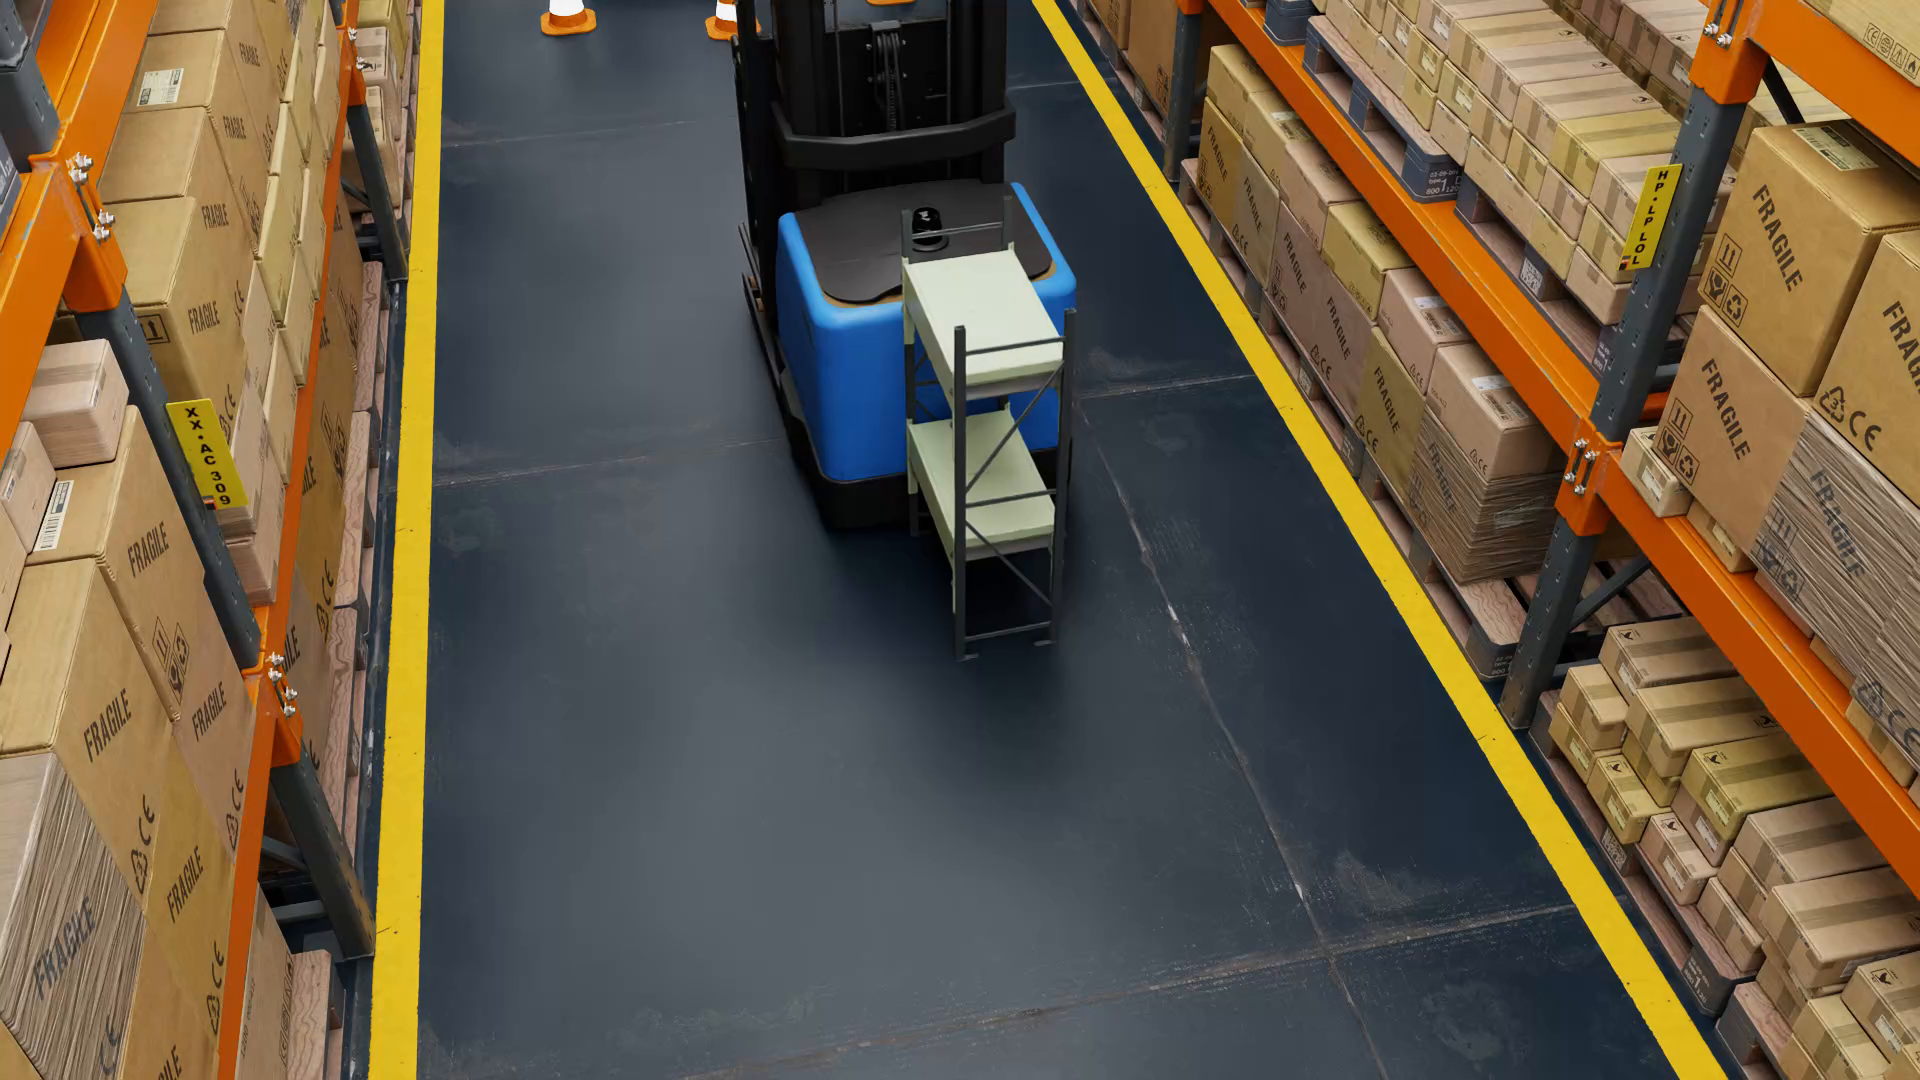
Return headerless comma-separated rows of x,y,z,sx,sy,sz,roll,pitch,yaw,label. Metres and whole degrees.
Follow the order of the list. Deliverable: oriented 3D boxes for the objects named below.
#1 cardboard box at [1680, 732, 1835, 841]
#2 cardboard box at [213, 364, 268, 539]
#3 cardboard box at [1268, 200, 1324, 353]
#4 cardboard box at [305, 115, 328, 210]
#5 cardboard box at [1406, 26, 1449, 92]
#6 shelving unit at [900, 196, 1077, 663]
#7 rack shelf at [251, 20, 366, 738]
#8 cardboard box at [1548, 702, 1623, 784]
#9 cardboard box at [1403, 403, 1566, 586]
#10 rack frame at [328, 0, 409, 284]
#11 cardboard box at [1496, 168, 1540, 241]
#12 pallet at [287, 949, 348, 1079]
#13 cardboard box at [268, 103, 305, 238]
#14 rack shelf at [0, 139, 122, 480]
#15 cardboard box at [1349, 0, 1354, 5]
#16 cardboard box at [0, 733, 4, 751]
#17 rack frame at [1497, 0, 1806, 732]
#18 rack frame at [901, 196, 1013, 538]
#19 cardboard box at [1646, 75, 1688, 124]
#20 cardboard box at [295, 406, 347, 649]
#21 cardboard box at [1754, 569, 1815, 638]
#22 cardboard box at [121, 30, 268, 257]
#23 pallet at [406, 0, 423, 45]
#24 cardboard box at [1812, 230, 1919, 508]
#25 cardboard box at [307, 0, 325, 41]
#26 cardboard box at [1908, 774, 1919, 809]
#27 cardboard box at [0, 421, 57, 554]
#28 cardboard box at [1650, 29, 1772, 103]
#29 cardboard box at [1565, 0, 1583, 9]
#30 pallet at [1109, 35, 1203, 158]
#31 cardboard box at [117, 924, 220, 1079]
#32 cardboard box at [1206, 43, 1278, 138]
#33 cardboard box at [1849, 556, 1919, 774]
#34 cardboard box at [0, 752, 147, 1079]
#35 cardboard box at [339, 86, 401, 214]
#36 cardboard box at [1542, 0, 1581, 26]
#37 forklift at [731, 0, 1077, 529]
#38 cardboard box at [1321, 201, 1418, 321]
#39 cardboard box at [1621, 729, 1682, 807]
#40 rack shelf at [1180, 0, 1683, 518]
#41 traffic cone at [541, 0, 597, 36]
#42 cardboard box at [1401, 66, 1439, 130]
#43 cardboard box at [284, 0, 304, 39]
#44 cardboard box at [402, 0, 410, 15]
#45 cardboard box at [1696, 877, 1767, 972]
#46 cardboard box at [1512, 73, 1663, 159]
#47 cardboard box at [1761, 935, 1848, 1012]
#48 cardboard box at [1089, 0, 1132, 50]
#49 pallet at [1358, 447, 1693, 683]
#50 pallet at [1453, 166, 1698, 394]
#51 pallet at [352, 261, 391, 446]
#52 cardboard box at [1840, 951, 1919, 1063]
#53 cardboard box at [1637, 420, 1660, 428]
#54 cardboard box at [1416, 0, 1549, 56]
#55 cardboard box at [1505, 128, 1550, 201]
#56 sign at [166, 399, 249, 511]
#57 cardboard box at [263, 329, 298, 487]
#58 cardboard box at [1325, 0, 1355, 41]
2.436,0.740,5.040,0.380,0.149,0.250,-9,42,-10,cardboard box
-2.172,-0.225,4.481,0.500,0.250,0.500,-9,42,-11,cardboard box
1.727,-1.206,7.416,0.500,0.500,0.500,-9,42,-10,cardboard box
-2.634,-1.357,6.132,0.500,0.250,0.500,-9,42,-10,cardboard box
1.892,-1.801,6.169,0.380,0.149,0.250,-8,42,-9,cardboard box
0.083,-0.376,6.044,0.431,1.500,0.755,-10,43,-11,shelving unit
-2.784,-0.796,5.929,1.077,0.370,4.000,-8,42,-9,rack shelf
2.224,0.648,5.592,0.380,0.149,0.250,-10,43,-11,cardboard box
2.054,-0.209,6.293,0.500,0.500,0.500,-9,42,-10,cardboard box
-3.216,-2.362,7.151,1.000,3.000,0.127,-8,42,-9,rack frame
2.072,-1.166,5.677,0.380,0.149,0.250,-8,42,-9,cardboard box
-2.265,1.778,4.588,1.003,0.211,1.213,-8,42,-9,pallet
-2.506,-1.218,5.599,0.500,0.250,0.500,-10,42,-11,cardboard box
-1.921,0.675,2.013,1.077,0.370,4.000,-8,42,-9,rack shelf
1.733,-2.295,6.725,0.380,0.149,0.250,-8,42,-9,cardboard box
-1.818,0.399,2.723,0.380,0.149,0.250,-9,42,-10,cardboard box
2.459,-0.544,5.103,1.000,3.000,0.127,-8,42,-9,rack frame
-0.010,-0.611,6.309,0.400,1.500,0.023,-10,43,-11,rack frame
2.653,-1.543,5.877,0.380,0.149,0.250,-10,43,-11,cardboard box
-2.767,-0.106,5.894,0.875,0.875,0.875,-7,42,-8,cardboard box
2.438,0.103,4.564,0.380,0.149,0.250,-10,43,-11,cardboard box
-2.409,-1.158,4.966,0.500,0.500,0.500,-9,42,-10,cardboard box
-3.910,-3.407,10.429,1.003,0.211,1.213,-8,42,-9,pallet
2.446,-0.405,3.894,0.500,0.500,0.500,-10,42,-11,cardboard box
-2.863,-2.215,6.722,0.500,0.250,0.500,-8,42,-9,cardboard box
2.533,0.628,3.973,0.380,0.149,0.250,-7,42,-7,cardboard box
-2.024,-0.082,3.266,0.380,0.149,0.250,-7,42,-8,cardboard box
2.653,-1.659,5.784,0.380,0.149,0.250,-9,42,-10,cardboard box
2.482,-2.163,6.352,0.380,0.149,0.250,-7,42,-8,cardboard box
1.499,-2.615,9.537,1.003,0.211,1.213,-8,42,-9,pallet
-1.763,1.114,3.160,0.500,0.500,0.500,-9,42,-10,cardboard box
1.508,-2.157,7.923,0.500,0.250,0.500,-10,43,-11,cardboard box
2.507,0.316,3.835,0.500,0.500,0.500,-9,42,-10,cardboard box
-1.760,0.745,2.823,0.500,0.500,0.500,-8,42,-9,cardboard box
-3.328,-1.904,8.298,0.950,0.372,0.625,-11,43,-12,cardboard box
2.484,-2.053,6.452,0.380,0.149,0.250,-9,42,-10,cardboard box
-0.412,-2.131,6.943,1.130,2.935,3.031,-10,43,-11,forklift
1.826,-1.168,6.809,0.500,0.250,0.500,-10,43,-11,cardboard box
2.367,0.686,5.324,0.380,0.149,0.250,-8,42,-9,cardboard box
2.028,-1.571,6.802,1.077,0.370,4.000,-8,42,-9,rack shelf
-2.444,-3.403,10.234,0.336,0.463,0.334,-8,42,-9,traffic cone
1.896,-1.680,6.256,0.380,0.149,0.250,-7,42,-7,cardboard box
-2.730,-2.144,6.077,0.500,0.500,0.500,-8,42,-9,cardboard box
-3.805,-3.324,9.898,0.950,0.372,0.625,-6,42,-7,cardboard box
2.490,1.131,5.047,0.380,0.149,0.250,-9,42,-10,cardboard box
2.069,-1.403,5.496,0.380,0.149,0.250,-10,42,-11,cardboard box
2.547,1.196,4.750,0.380,0.149,0.250,-7,42,-7,cardboard box
1.360,-3.426,9.728,1.050,0.750,0.750,-8,42,-9,cardboard box
2.290,-0.005,6.597,1.003,0.211,1.213,-8,42,-9,pallet
2.436,-0.988,5.748,1.003,0.211,1.213,-8,42,-9,pallet
-3.119,-0.797,7.489,1.003,0.211,1.213,-8,42,-9,pallet
2.629,1.247,4.468,0.380,0.149,0.250,-10,43,-11,cardboard box
2.558,-0.563,6.127,0.500,0.250,0.500,-10,43,-11,cardboard box
1.901,-1.906,6.063,0.380,0.149,0.250,-10,43,-11,cardboard box
2.072,-1.279,5.581,0.380,0.149,0.250,-7,42,-7,cardboard box
-1.811,-0.203,4.007,0.100,0.325,0.005,-8,42,-9,sign
-2.303,-0.371,5.021,0.500,0.250,0.500,-9,42,-10,cardboard box
1.731,-2.185,6.825,0.380,0.149,0.250,-7,42,-8,cardboard box
